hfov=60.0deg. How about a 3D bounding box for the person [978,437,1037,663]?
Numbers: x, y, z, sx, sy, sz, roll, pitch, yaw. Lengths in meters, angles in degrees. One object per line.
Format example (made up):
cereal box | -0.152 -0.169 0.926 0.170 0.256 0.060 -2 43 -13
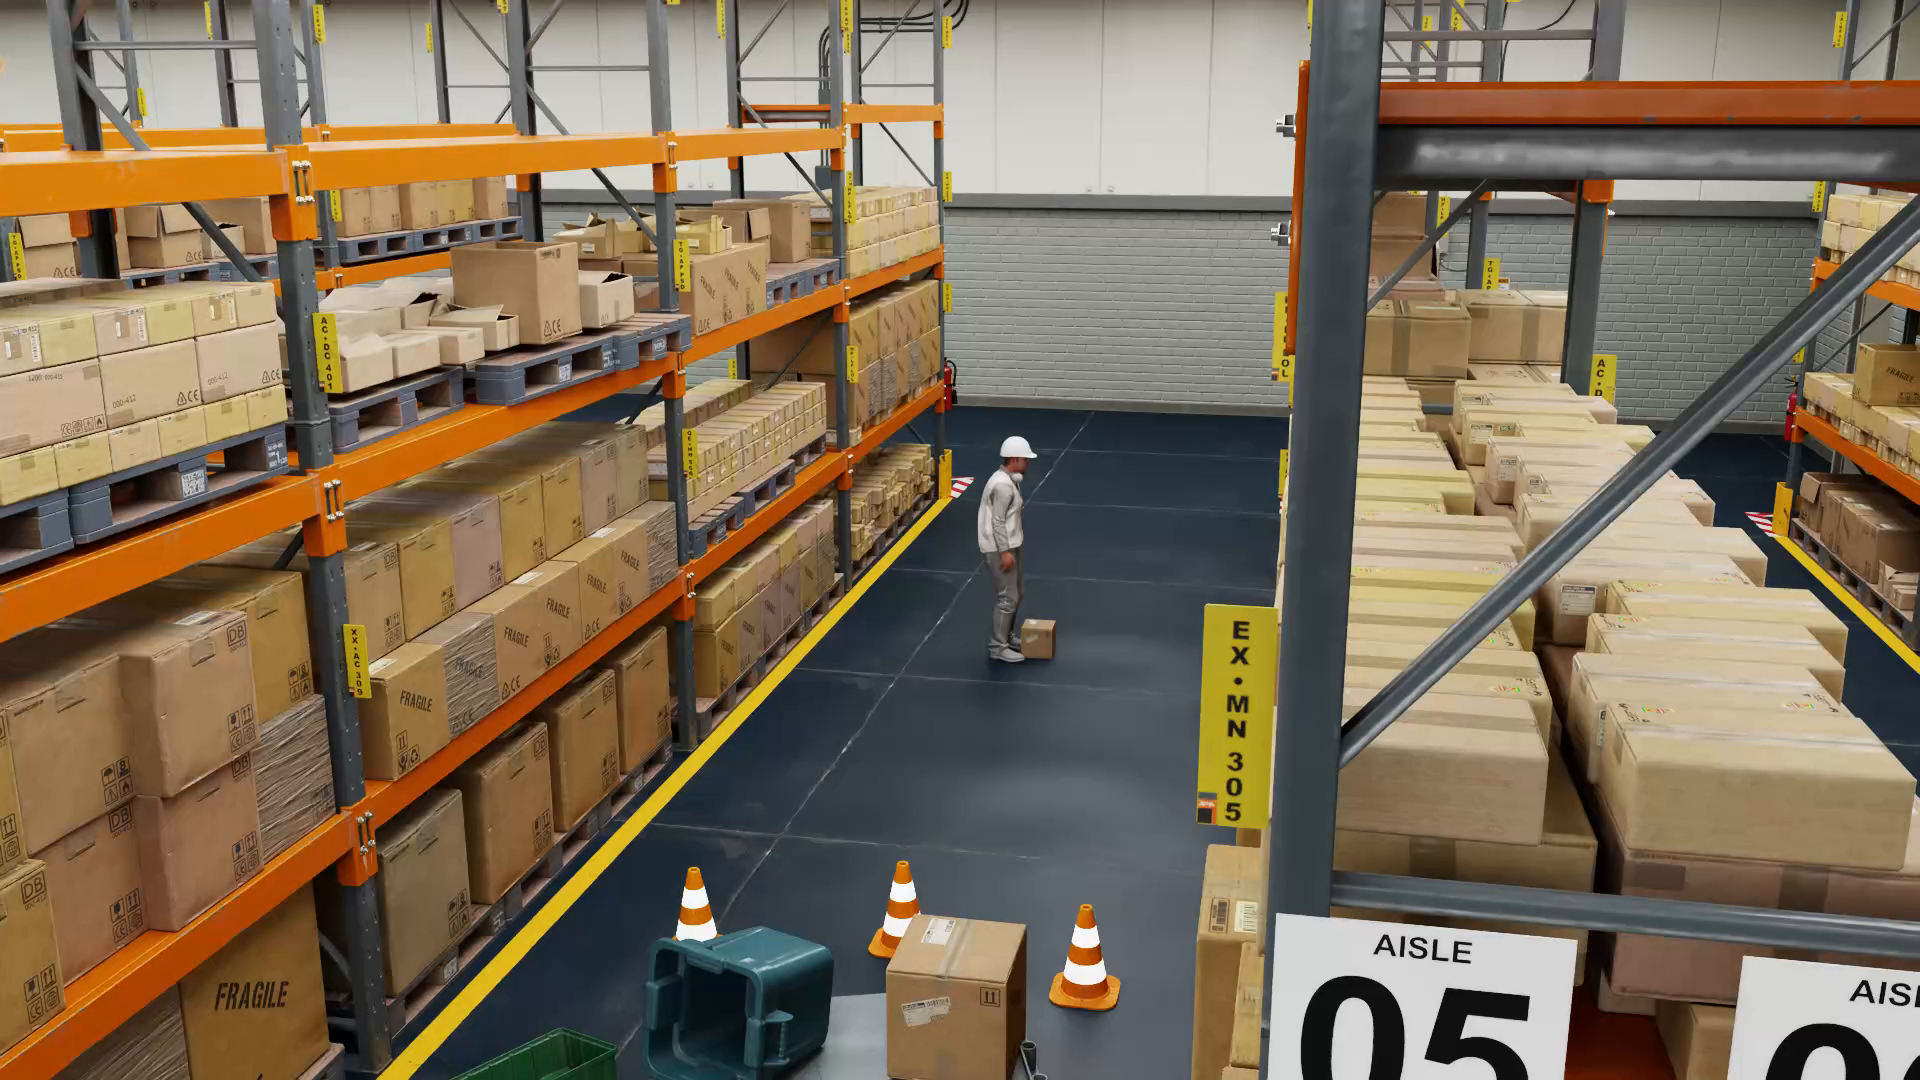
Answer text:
person | 0.374 0.053 13.263 0.466 1.766 0.579 2 15 9
